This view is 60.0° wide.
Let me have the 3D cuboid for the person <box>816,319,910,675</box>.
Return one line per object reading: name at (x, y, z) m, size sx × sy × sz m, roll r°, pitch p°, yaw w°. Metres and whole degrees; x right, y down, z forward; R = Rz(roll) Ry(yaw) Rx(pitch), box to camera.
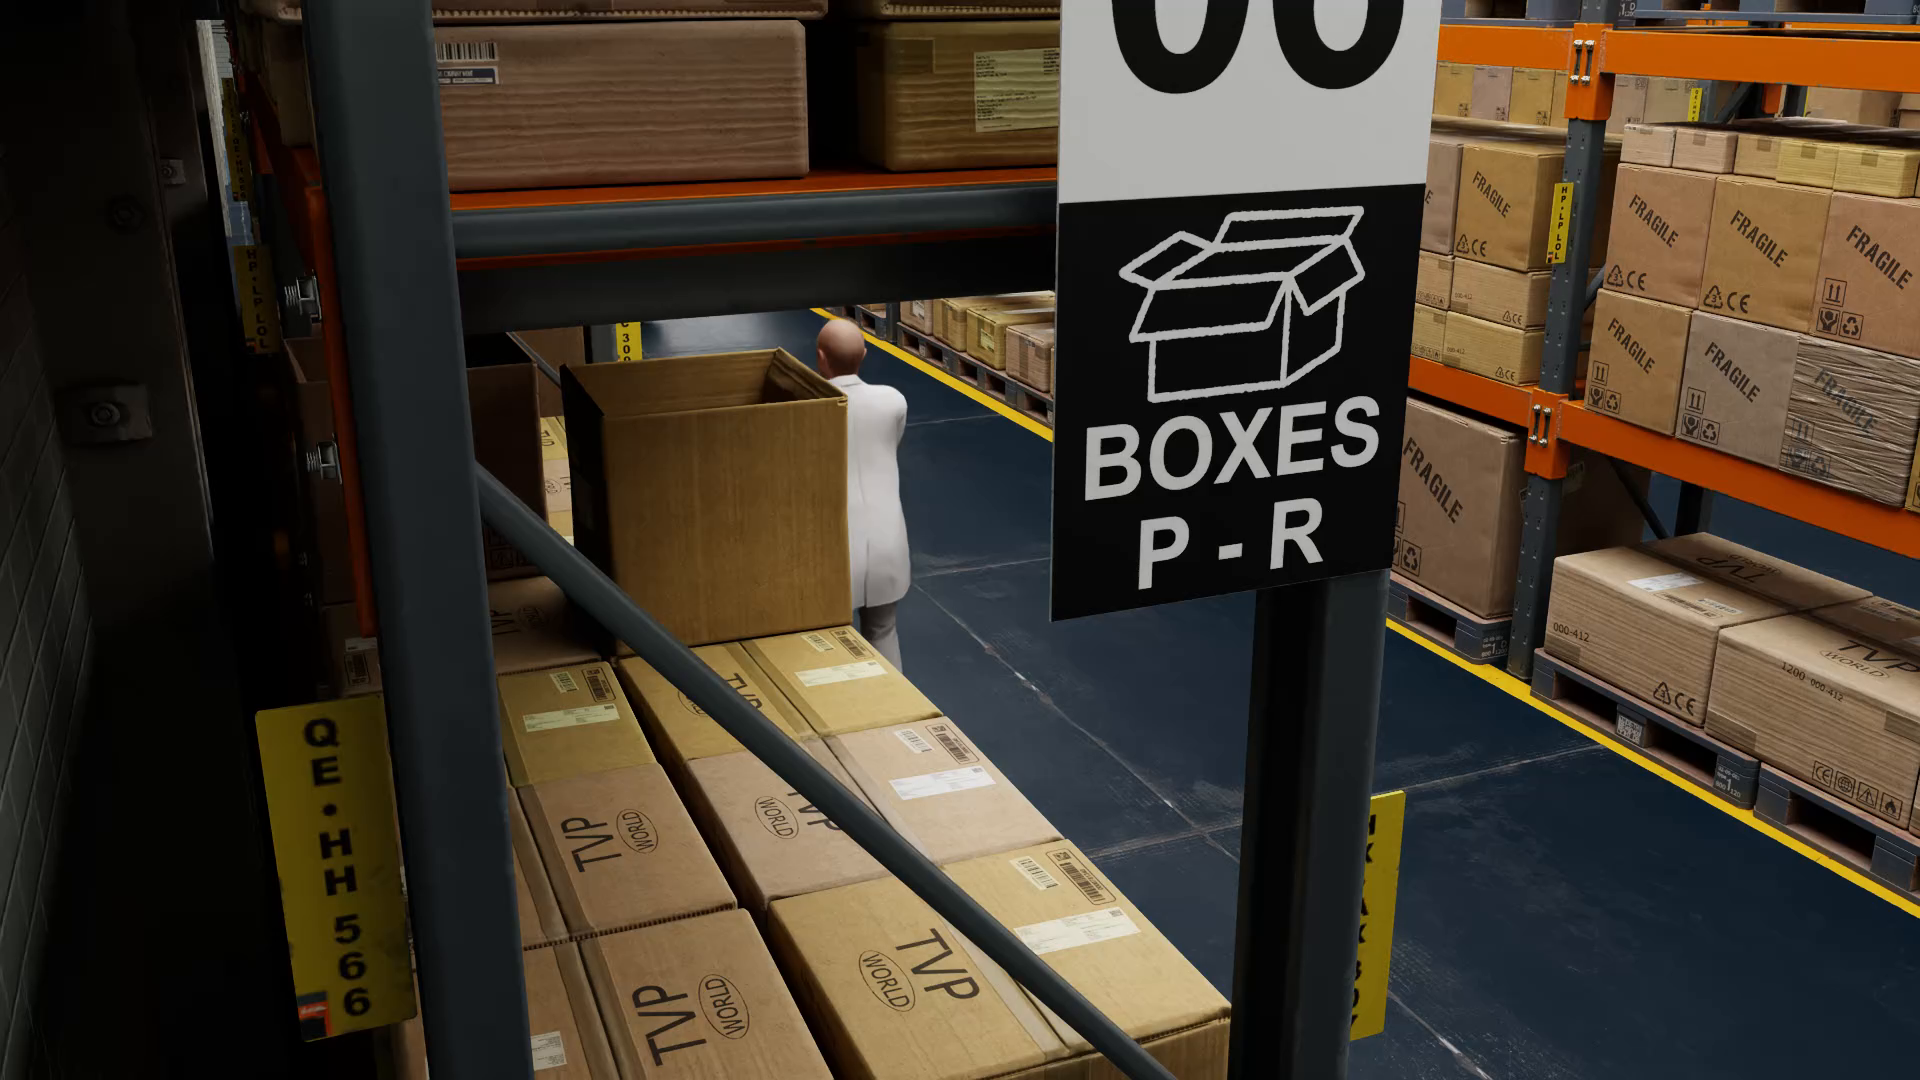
person at (-0.479, -0.013, 6.645) m, size 0.528 × 1.757 × 0.565 m, roll -9°, pitch 20°, yaw -24°
